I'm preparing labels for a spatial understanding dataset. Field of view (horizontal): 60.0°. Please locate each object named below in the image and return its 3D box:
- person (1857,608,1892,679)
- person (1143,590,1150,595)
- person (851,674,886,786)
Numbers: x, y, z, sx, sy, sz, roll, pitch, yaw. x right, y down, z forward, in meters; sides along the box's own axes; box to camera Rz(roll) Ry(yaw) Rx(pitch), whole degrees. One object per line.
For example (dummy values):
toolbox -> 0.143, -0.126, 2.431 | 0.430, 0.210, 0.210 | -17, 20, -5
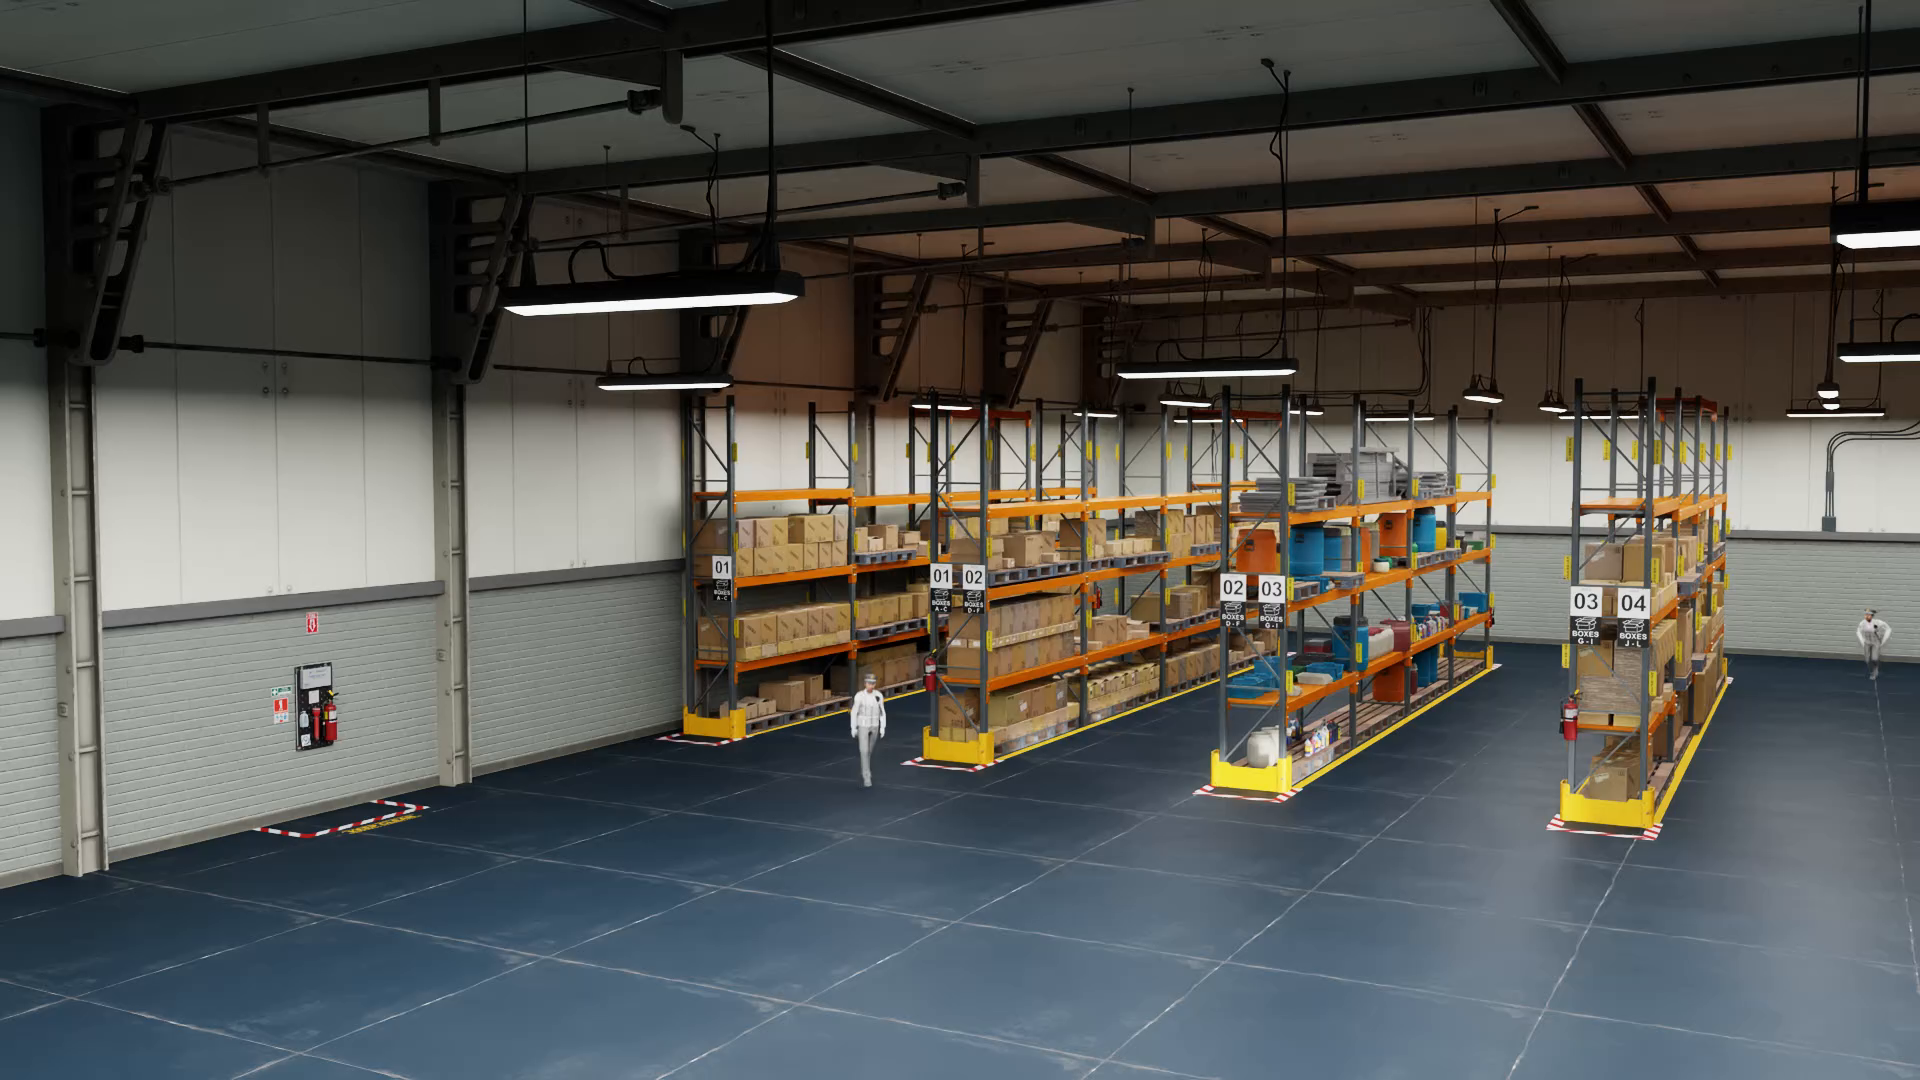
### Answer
person -> 20.116, 2.283, 36.591 | 0.672, 1.597, 0.677 | 2, 4, 38
person -> 4.608, 2.021, 41.174 | 0.509, 1.587, 1.043 | 2, 3, 28
person -> -1.375, 2.837, 25.170 | 0.516, 1.625, 0.905 | -2, 3, -28
